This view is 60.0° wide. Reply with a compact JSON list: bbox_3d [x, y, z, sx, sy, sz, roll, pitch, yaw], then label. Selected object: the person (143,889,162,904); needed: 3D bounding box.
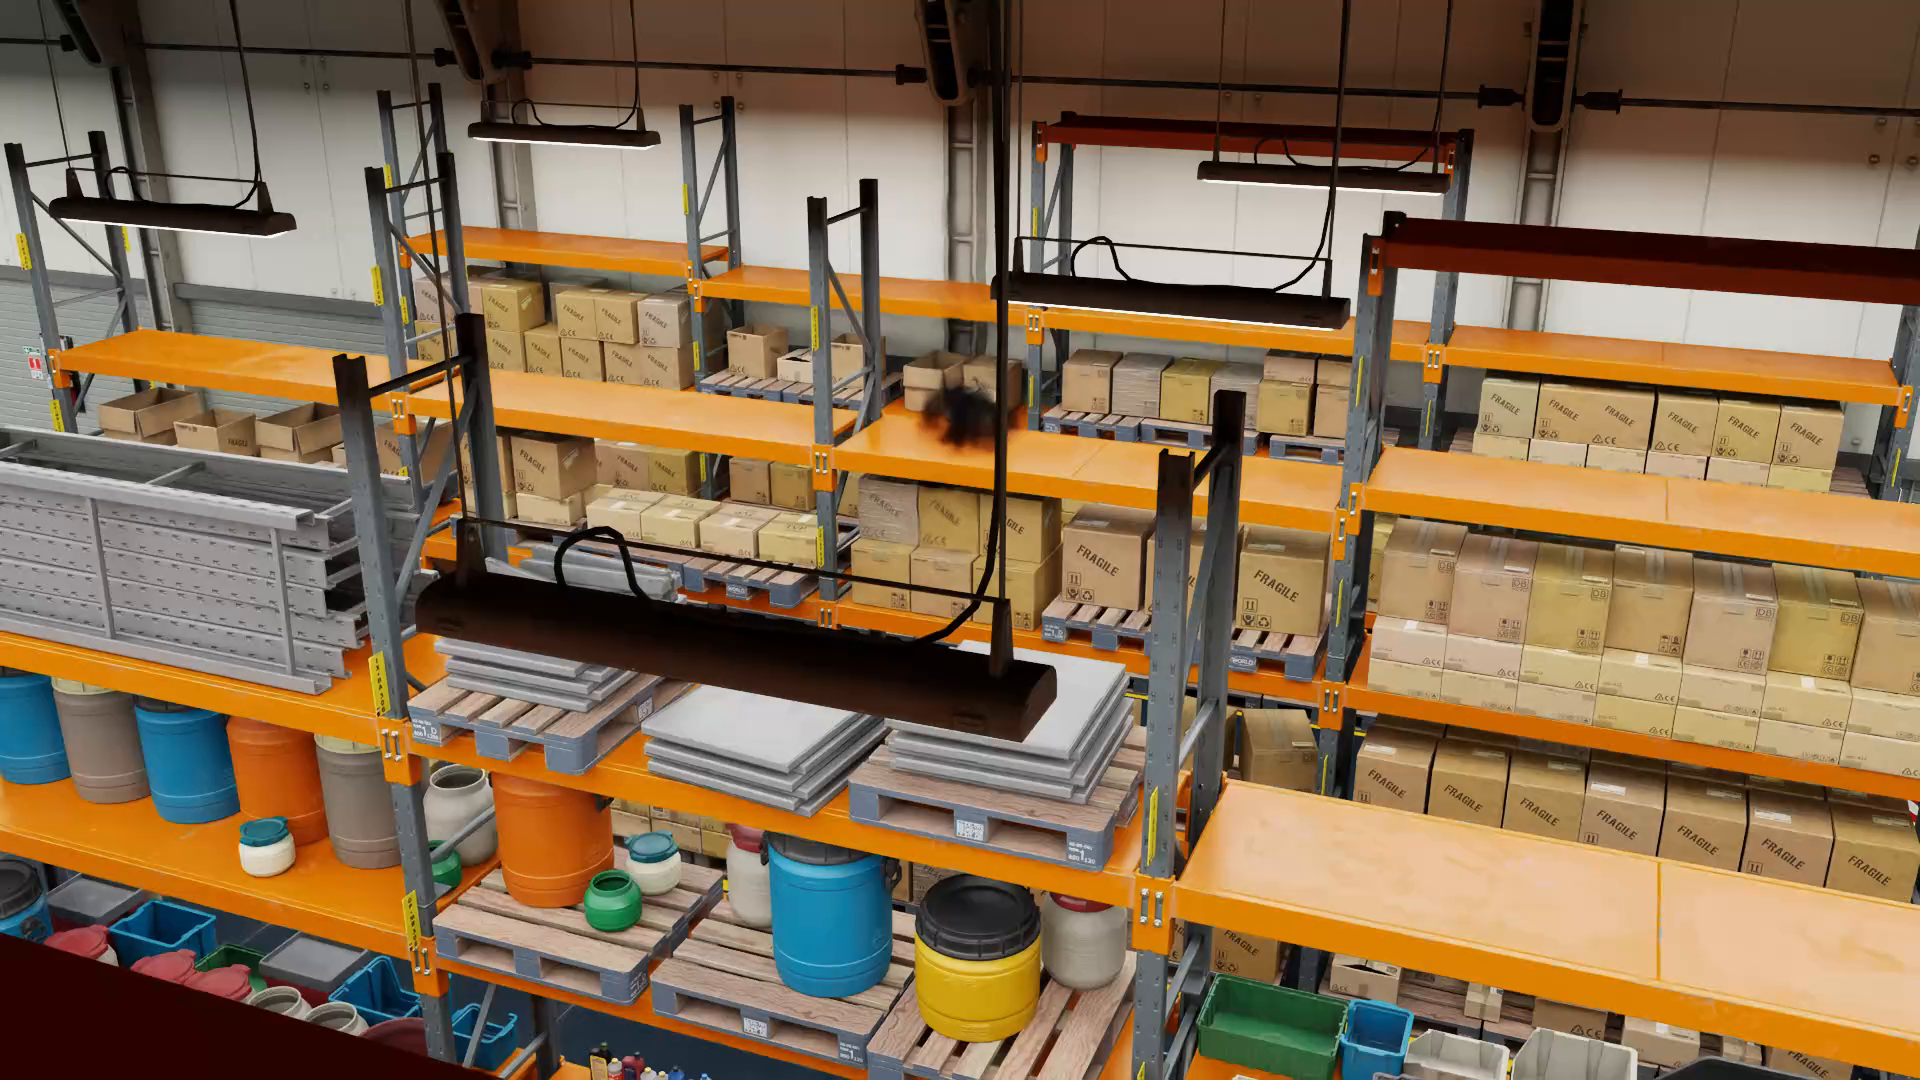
[{"bbox_3d":[-6.398,2.655,13.067,0.784,1.763,0.641,6,22,16],"label":"person"}]
